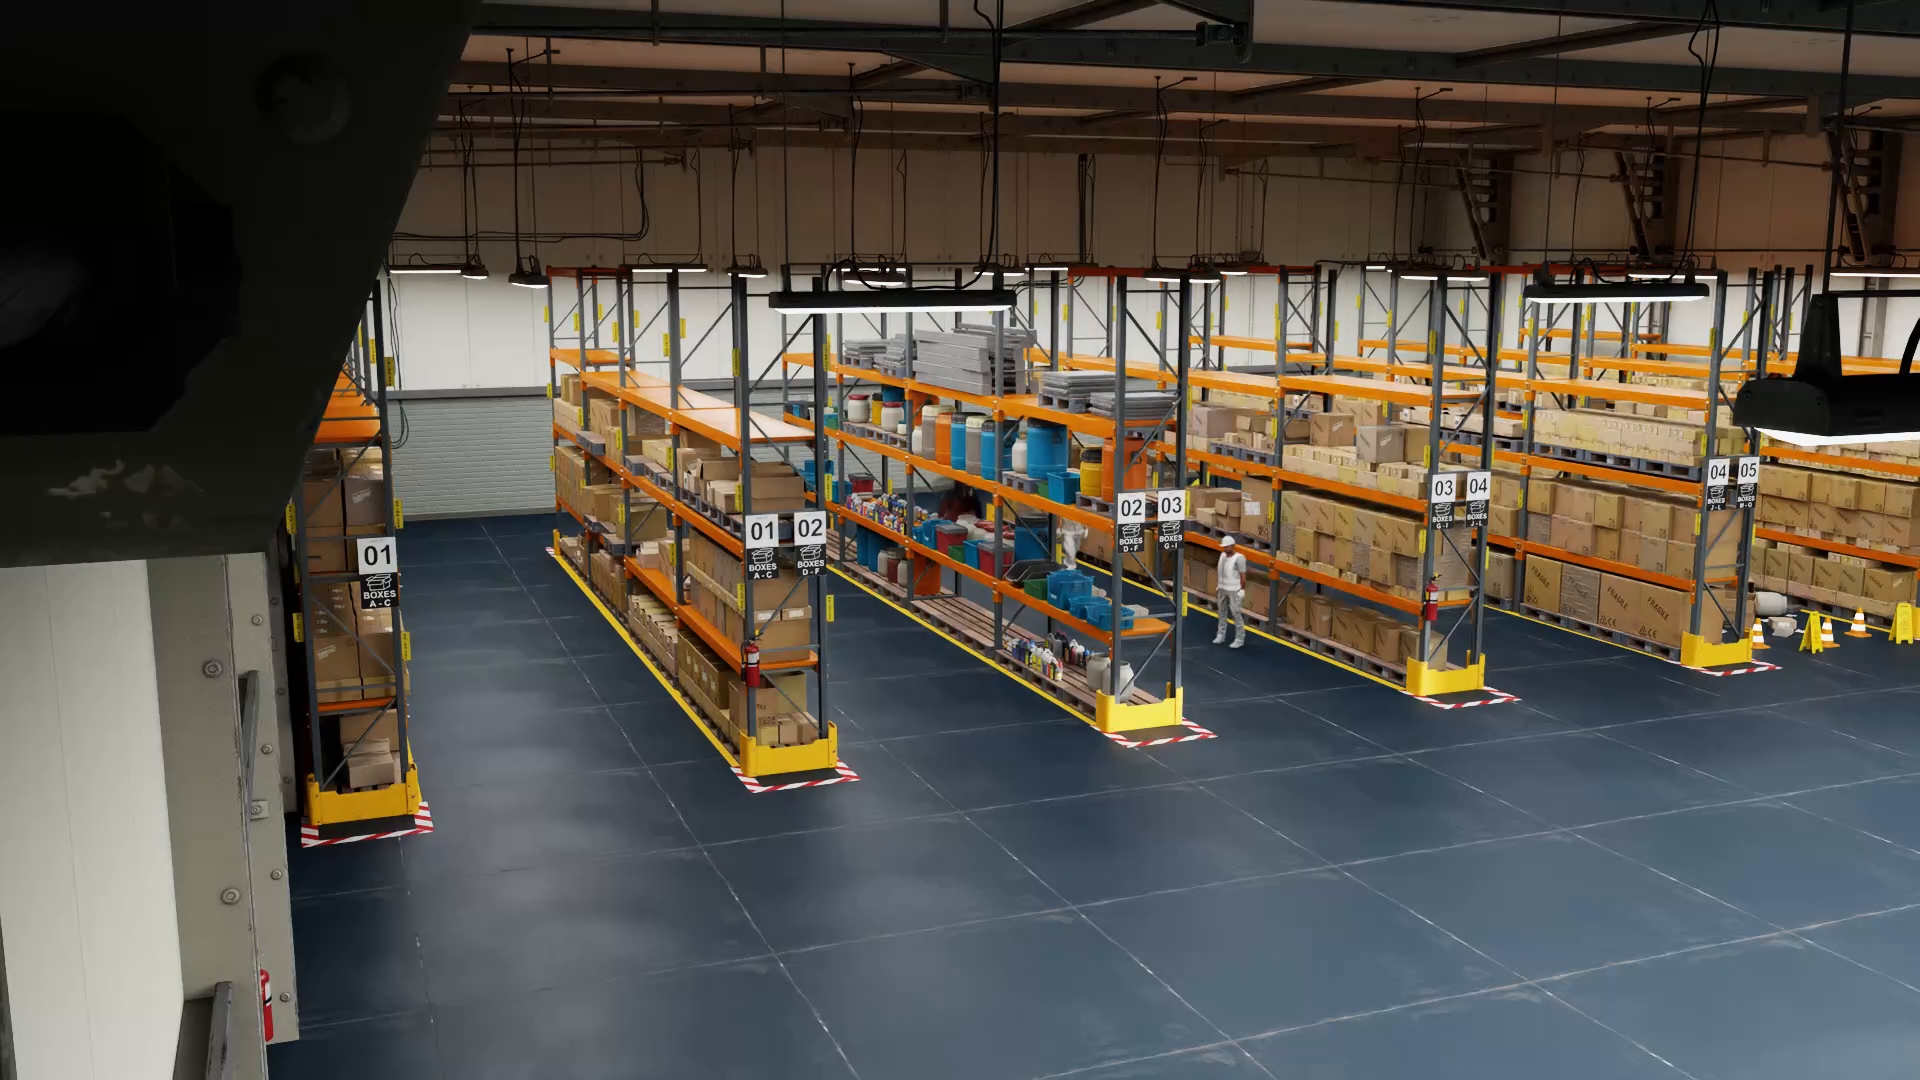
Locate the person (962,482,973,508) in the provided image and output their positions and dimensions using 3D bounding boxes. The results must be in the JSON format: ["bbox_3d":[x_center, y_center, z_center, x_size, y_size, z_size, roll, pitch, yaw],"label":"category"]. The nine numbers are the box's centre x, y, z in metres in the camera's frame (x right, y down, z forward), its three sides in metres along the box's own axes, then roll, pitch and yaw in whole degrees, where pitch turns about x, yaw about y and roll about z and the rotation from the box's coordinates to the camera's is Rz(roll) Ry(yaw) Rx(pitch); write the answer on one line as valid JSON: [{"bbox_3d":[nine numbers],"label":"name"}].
[{"bbox_3d":[0.065,-0.937,36.899,0.421,1.776,0.608,-3,10,-16],"label":"person"}]

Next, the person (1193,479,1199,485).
[{"bbox_3d":[4.877,-0.381,33.961,0.527,1.765,0.953,-4,11,-20],"label":"person"}]

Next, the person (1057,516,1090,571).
[{"bbox_3d":[2.094,-0.045,30.473,0.496,1.820,0.869,-4,11,-22],"label":"person"}]

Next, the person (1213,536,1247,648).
[{"bbox_3d":[4.336,0.810,26.834,0.408,1.781,0.626,-7,12,-35],"label":"person"}]
